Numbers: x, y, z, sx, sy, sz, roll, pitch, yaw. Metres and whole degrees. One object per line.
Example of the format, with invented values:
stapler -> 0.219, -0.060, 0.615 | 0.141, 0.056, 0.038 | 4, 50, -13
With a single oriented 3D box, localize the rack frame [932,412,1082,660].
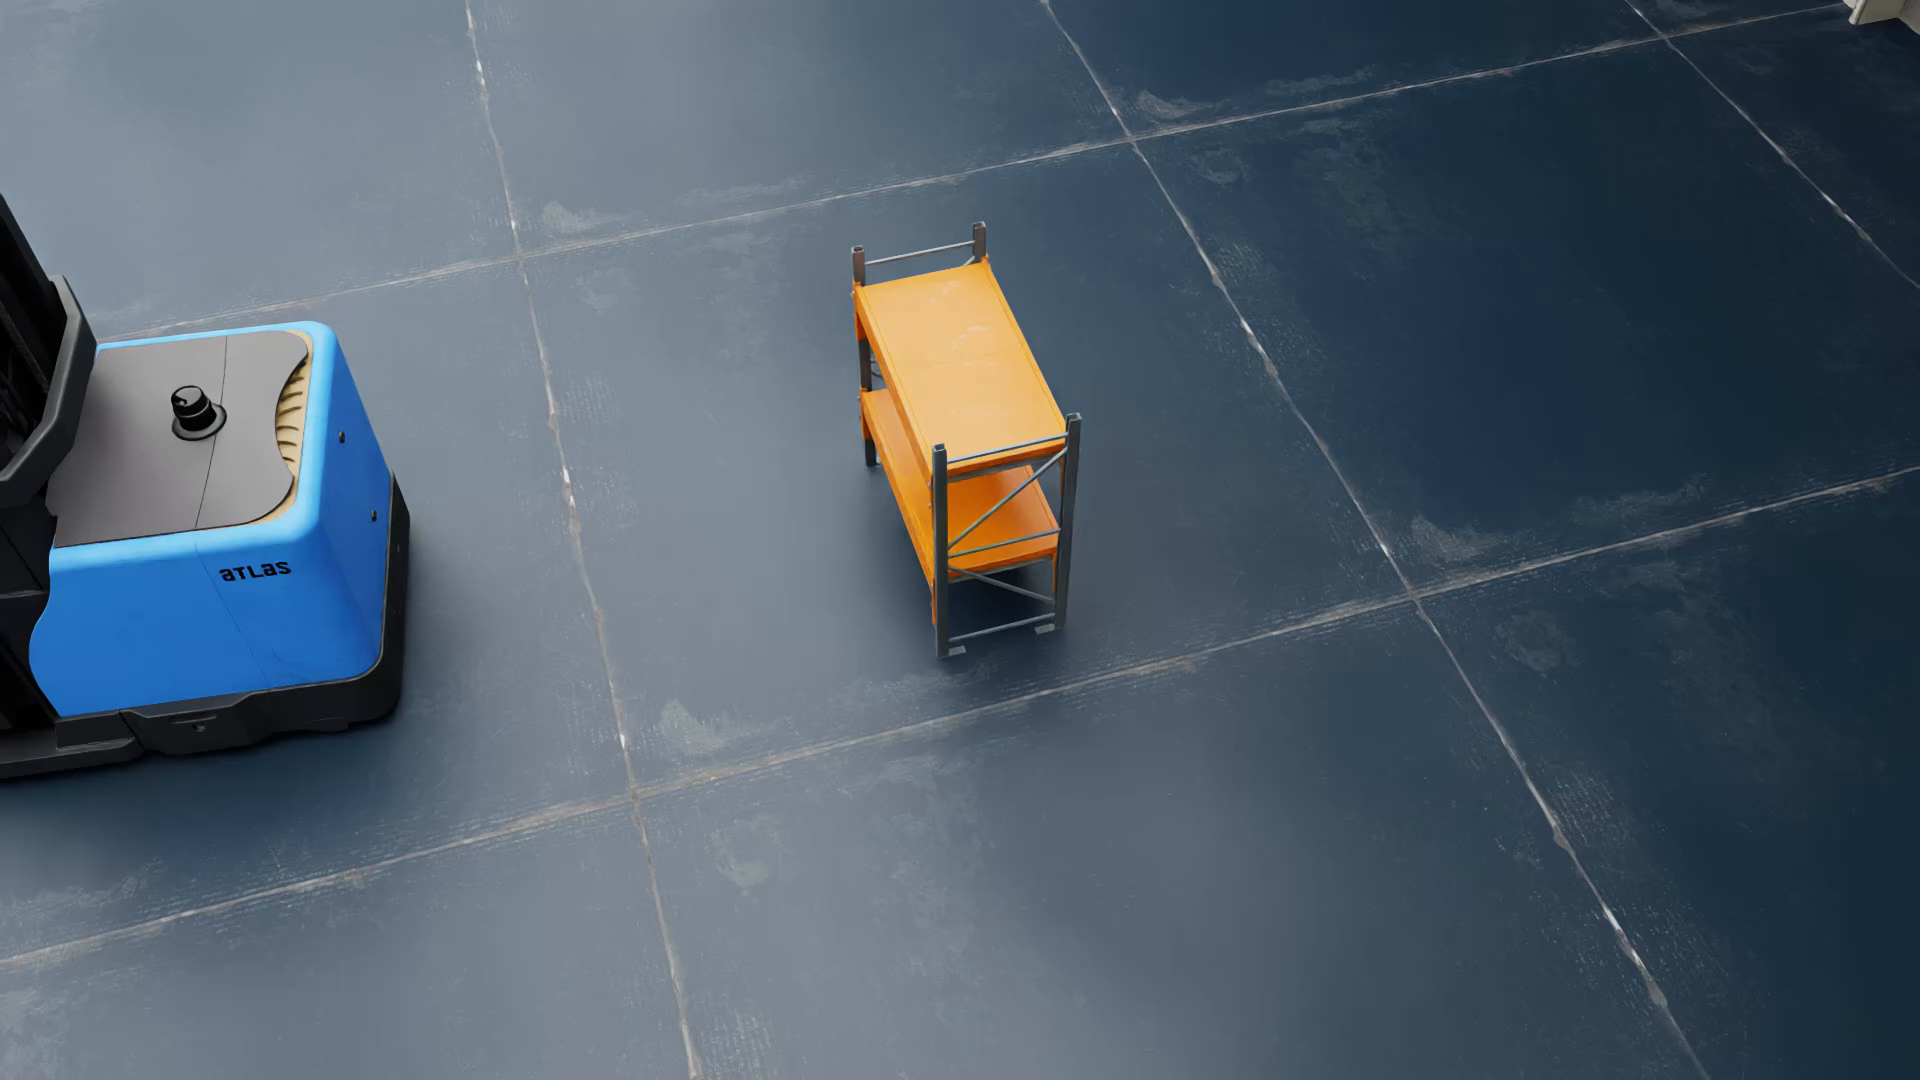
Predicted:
rack frame -> 0.152, 0.014, 5.792 | 0.500, 1.125, 0.032 | -13, 51, -11

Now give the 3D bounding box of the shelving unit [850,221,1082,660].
shelving unit -> 0.002, -0.358, 6.105 | 0.538, 1.125, 1.048 | -13, 51, -11

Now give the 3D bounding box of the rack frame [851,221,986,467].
rack frame -> -0.148, -0.729, 6.418 | 0.500, 1.125, 0.032 | -13, 51, -11

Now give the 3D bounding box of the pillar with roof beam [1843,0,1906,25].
pillar with roof beam -> 0.734, -4.844, 4.738 | 9.100, 9.000, 0.400 | -13, 51, -11

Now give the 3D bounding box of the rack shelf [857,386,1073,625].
rack shelf -> 0.002, -0.200, 6.292 | 0.538, 0.278, 1.000 | -13, 51, -11

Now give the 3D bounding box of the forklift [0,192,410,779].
forklift -> -3.577, -0.471, 5.020 | 3.031, 2.935, 1.130 | -8, 50, -6

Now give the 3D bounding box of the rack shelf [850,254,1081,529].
rack shelf -> 0.002, -0.546, 5.882 | 0.538, 0.278, 1.000 | -13, 51, -11
